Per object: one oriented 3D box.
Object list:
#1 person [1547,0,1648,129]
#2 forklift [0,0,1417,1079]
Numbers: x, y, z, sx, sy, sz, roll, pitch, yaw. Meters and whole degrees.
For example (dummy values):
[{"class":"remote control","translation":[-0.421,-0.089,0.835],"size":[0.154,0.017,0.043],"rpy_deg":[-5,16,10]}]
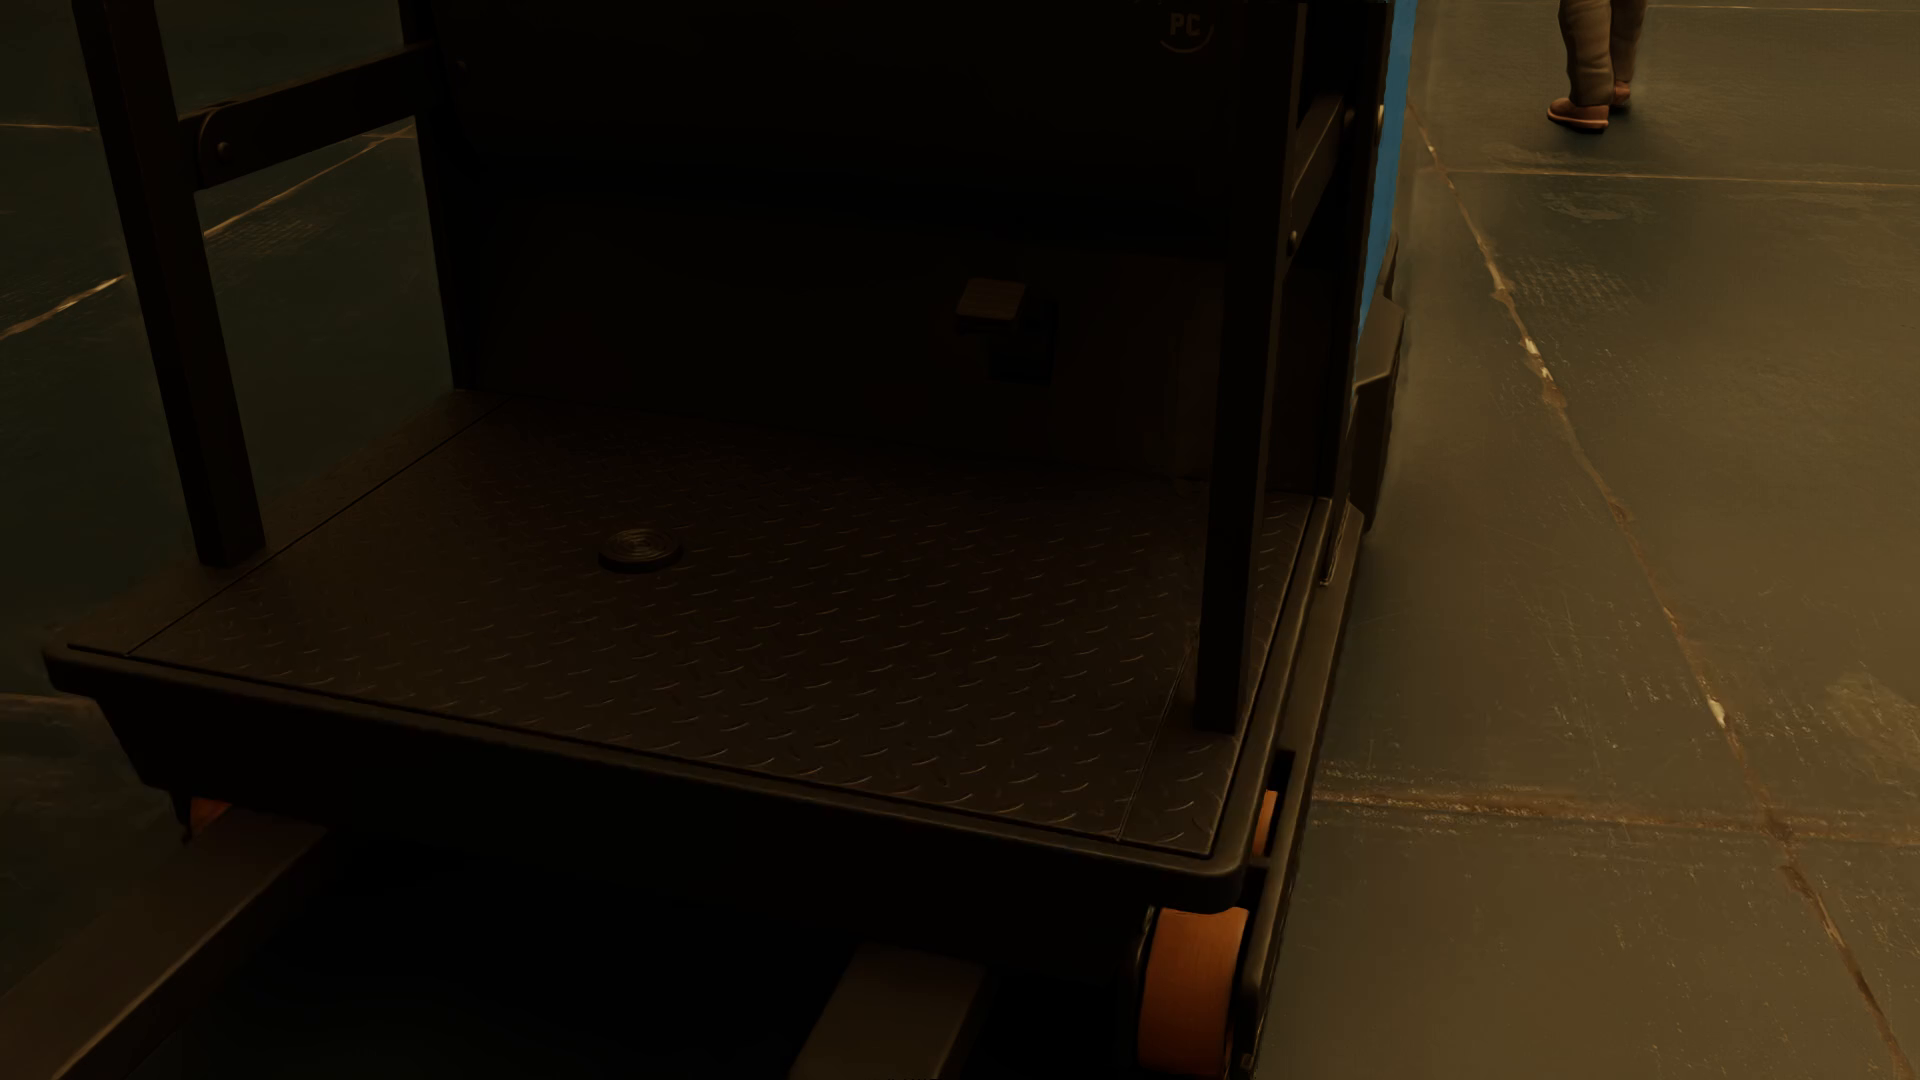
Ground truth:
[{"class":"person","translation":[1.922,-2.020,4.789],"size":[0.899,1.687,0.551],"rpy_deg":[-2,27,-5]},{"class":"forklift","translation":[-0.176,-1.020,1.262],"size":[1.130,2.935,3.031],"rpy_deg":[8,28,16]}]
